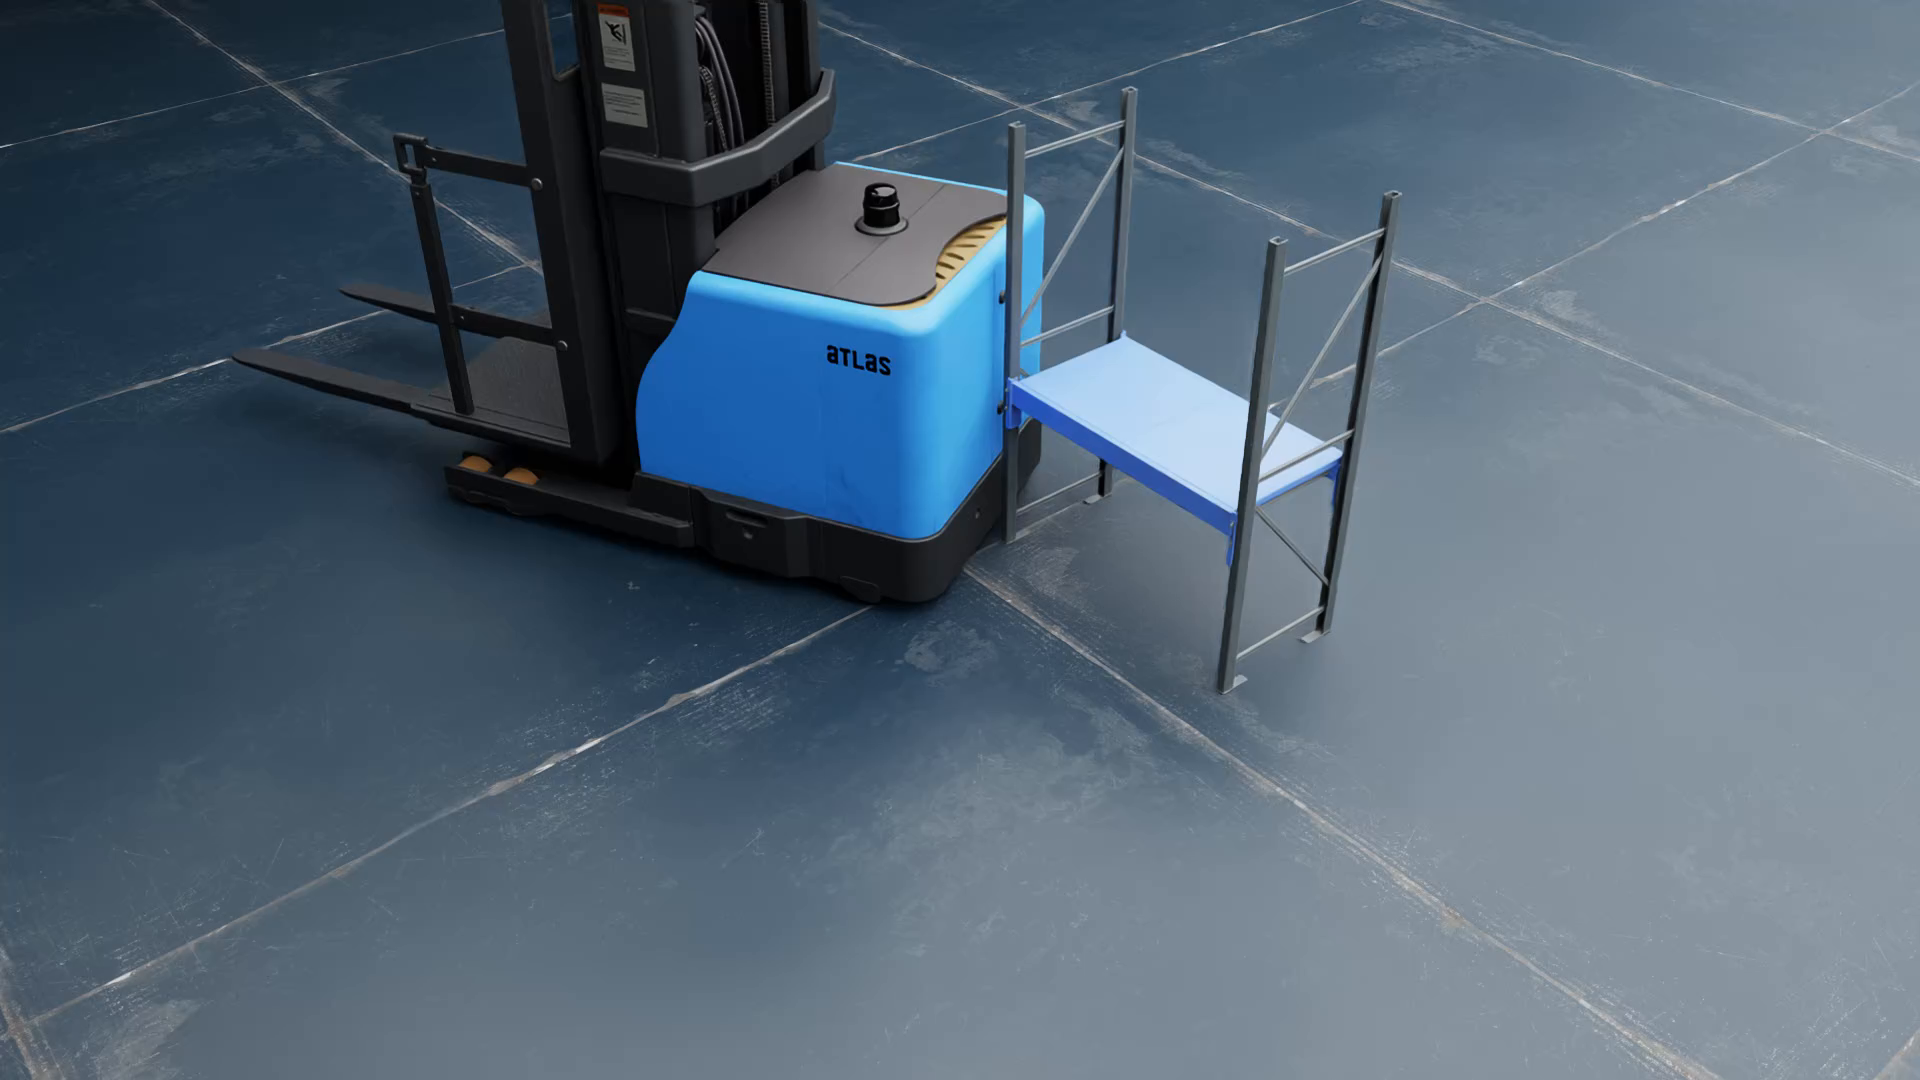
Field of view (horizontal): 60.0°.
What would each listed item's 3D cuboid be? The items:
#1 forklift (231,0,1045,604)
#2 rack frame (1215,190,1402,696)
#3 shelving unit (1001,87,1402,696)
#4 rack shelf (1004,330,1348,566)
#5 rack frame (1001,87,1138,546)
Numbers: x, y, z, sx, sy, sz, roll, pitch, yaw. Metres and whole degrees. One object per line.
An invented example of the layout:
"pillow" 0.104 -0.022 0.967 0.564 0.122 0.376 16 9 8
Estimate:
"forklift" -1.270 -1.545 5.395 3.031 2.935 1.130 14 38 19
"rack frame" 0.987 -0.234 4.783 0.500 1.500 0.032 -25 42 -31
"shelving unit" 0.665 -0.462 5.104 0.538 1.500 1.048 -25 42 -31
"rack shelf" 0.665 -0.315 5.208 0.538 0.185 1.000 -25 42 -31
"rack frame" 0.344 -0.689 5.426 0.500 1.500 0.032 -25 42 -31
